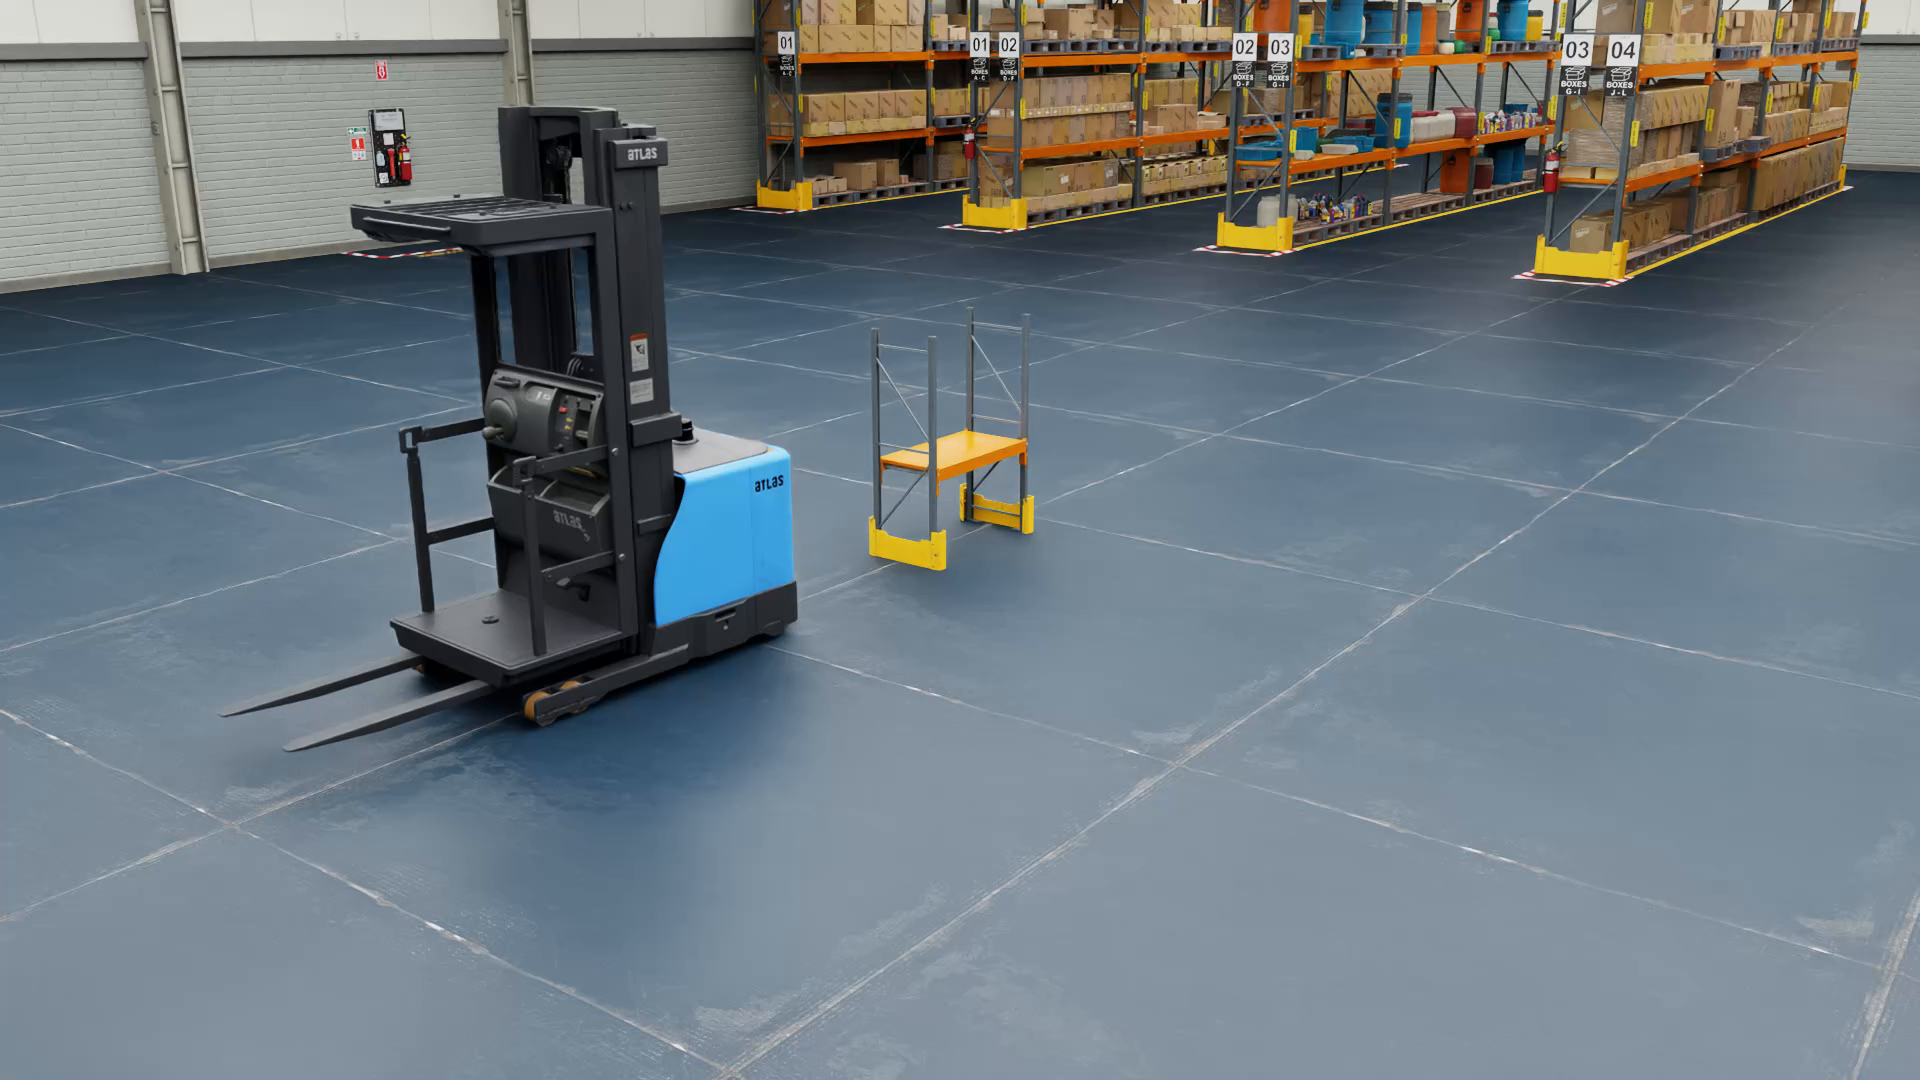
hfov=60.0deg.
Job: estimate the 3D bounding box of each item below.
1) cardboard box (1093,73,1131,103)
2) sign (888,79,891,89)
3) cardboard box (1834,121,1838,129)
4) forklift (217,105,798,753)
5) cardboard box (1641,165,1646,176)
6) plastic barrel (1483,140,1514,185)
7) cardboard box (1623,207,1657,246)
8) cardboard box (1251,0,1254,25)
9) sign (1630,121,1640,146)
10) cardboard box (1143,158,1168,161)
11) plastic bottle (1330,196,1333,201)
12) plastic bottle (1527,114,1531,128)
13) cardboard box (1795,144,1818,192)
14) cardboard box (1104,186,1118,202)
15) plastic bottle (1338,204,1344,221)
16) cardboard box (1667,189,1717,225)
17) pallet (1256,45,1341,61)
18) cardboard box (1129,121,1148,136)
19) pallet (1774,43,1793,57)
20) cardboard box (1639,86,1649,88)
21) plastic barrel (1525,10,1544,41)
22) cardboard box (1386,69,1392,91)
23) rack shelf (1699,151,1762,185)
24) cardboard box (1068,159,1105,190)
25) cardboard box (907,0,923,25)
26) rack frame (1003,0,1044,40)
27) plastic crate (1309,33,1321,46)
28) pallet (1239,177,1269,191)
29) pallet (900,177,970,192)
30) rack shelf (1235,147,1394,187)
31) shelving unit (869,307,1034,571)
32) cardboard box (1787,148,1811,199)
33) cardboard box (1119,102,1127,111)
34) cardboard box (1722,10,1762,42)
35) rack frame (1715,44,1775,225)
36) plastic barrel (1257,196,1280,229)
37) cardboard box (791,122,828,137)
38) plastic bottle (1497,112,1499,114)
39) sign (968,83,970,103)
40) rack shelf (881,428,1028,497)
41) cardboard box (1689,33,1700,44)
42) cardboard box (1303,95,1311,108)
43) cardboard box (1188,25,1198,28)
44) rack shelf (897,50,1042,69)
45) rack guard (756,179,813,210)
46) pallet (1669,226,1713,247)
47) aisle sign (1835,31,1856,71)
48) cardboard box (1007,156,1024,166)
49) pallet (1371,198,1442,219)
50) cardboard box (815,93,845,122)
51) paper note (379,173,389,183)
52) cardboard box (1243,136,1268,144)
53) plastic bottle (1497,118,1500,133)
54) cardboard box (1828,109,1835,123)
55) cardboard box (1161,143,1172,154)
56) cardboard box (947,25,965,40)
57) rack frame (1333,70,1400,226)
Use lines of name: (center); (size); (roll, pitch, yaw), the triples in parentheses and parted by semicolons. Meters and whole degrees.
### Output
cardboard box: (2.731, -8.369, 30.780); (0.700, 0.500, 0.500); (13, 21, 35)
sign: (-1.438, -9.333, 34.289); (0.100, 0.325, 0.005); (12, 21, 35)
cardboard box: (17.539, -8.409, 33.688); (0.380, 0.149, 0.250); (12, 21, 33)
forklift: (-2.273, -0.644, 8.377); (1.130, 2.935, 3.031); (14, 22, 39)
cardboard box: (9.380, -5.187, 23.312); (0.380, 0.149, 0.250); (12, 21, 35)
plastic barrel: (10.973, -7.741, 33.944); (0.600, 0.901, 0.708); (12, 21, 35)
cardboard box: (10.032, -4.676, 24.752); (0.500, 0.500, 0.500); (10, 20, 30)
cardboard box: (5.943, -10.943, 34.514); (0.500, 0.500, 0.500); (12, 21, 35)
sign: (8.997, -5.422, 22.187); (0.100, 0.325, 0.005); (12, 21, 35)
cardboard box: (3.908, -7.474, 33.235); (0.500, 0.311, 0.500); (12, 21, 34)
plastic bottle: (6.340, -5.746, 28.529); (0.061, 0.283, 0.133); (12, 21, 35)
plastic bottle: (11.540, -8.541, 33.898); (0.152, 0.276, 0.135); (12, 21, 35)
cardboard box: (16.168, -7.292, 32.541); (0.875, 0.875, 0.875); (12, 21, 35)
cardboard box: (2.584, -6.430, 30.819); (0.500, 0.250, 0.500); (12, 21, 35)
plastic bottle: (6.298, -5.417, 27.490); (0.097, 0.271, 0.097); (0, 17, 0)
cardboard box: (11.960, -5.460, 27.240); (0.700, 0.500, 0.500); (10, 20, 30)
pallet: (5.155, -7.502, 25.604); (1.003, 0.211, 1.213); (12, 21, 35)
cardboard box: (3.249, -7.862, 31.756); (0.500, 0.250, 0.500); (14, 22, 38)
pallet: (13.669, -8.515, 28.867); (1.213, 0.211, 1.003); (14, 22, 37)
cardboard box: (9.877, -6.424, 24.516); (0.500, 0.500, 0.500); (12, 21, 35)
plastic barrel: (11.352, -10.308, 33.295); (0.600, 0.588, 0.600); (0, 17, 0)
cardboard box: (10.096, -11.038, 39.874); (0.500, 0.500, 0.500); (12, 21, 34)
rack shelf: (12.136, -6.190, 27.332); (1.077, 0.370, 4.000); (12, 21, 35)
cardboard box: (2.288, -6.668, 30.323); (0.500, 0.500, 0.500); (12, 21, 35)
cardboard box: (-1.071, -10.483, 32.998); (0.500, 0.500, 0.500); (10, 20, 30)
rack frame: (1.393, -12.501, 36.326); (1.000, 3.000, 0.127); (12, 21, 35)
plastic crate: (5.478, -7.912, 26.634); (0.392, 0.384, 0.575); (12, 21, 35)
pallet: (5.849, -7.601, 35.364); (1.003, 0.211, 1.213); (12, 21, 35)
pallet: (-0.527, -7.537, 35.159); (1.003, 0.211, 1.213); (12, 21, 35)
rack shelf: (5.775, -6.113, 27.083); (1.077, 0.370, 4.000); (12, 21, 35)
shelving unit: (-0.045, -0.698, 10.963); (0.587, 1.500, 1.083); (12, 21, 35)
cardboard box: (15.346, -6.993, 31.578); (1.225, 0.875, 0.875); (12, 21, 35)
cardboard box: (2.852, -8.005, 30.702); (0.380, 0.149, 0.250); (12, 21, 34)
cardboard box: (12.640, -8.332, 26.947); (0.500, 0.500, 0.500); (13, 21, 36)
rack frame: (13.328, -7.010, 28.760); (1.000, 3.000, 0.127); (12, 21, 35)
plastic barrel: (4.914, -5.163, 26.297); (0.421, 0.512, 0.421); (0, 17, 0)
cardboard box: (-2.828, -7.729, 31.292); (0.500, 0.250, 0.500); (12, 21, 33)
plastic bottle: (11.172, -8.770, 34.625); (0.061, 0.283, 0.133); (12, 21, 35)
sign: (0.180, -7.621, 28.376); (0.100, 0.325, 0.005); (12, 21, 35)
rack shelf: (-0.051, -0.524, 11.009); (0.538, 0.185, 1.000); (12, 21, 35)
cardboard box: (10.526, -7.287, 24.175); (0.380, 0.149, 0.250); (12, 21, 33)
cardboard box: (7.849, -9.926, 37.982); (0.500, 0.500, 0.500); (13, 21, 36)
cardboard box: (5.628, -12.805, 41.739); (0.500, 0.250, 0.500); (11, 21, 33)
rack shelf: (0.202, -10.249, 35.343); (1.077, 0.370, 4.000); (12, 21, 35)
rack guard: (-3.328, -6.555, 31.509); (1.175, 0.500, 0.348); (12, 21, 35)
pallet: (11.407, -4.911, 26.703); (1.003, 0.211, 1.213); (12, 21, 35)
aisle sign: (18.378, -10.121, 34.394); (0.394, 0.787, 0.004); (12, 21, 35)
cardboard box: (1.006, -8.472, 36.939); (0.700, 0.500, 0.500); (13, 21, 35)
pallet: (8.130, -6.087, 30.488); (1.003, 0.211, 1.213); (12, 21, 35)
cardboard box: (-2.545, -8.203, 31.556); (0.500, 0.500, 0.500); (12, 21, 35)
paper note: (-8.890, -5.588, 25.667); (0.016, 0.148, 0.142); (12, 21, 35)
cardboard box: (6.379, -8.659, 36.277); (0.500, 0.250, 0.500); (12, 21, 34)
plastic bottle: (10.509, -8.113, 32.527); (0.097, 0.271, 0.097); (0, 17, 0)
cardboard box: (17.106, -8.457, 33.170); (0.500, 0.250, 0.500); (12, 21, 35)
cardboard box: (4.914, -9.996, 41.883); (0.700, 0.500, 0.500); (13, 21, 36)
cardboard box: (-0.233, -10.536, 34.500); (0.500, 0.311, 0.500); (13, 22, 36)
rack frame: (6.966, -6.933, 28.510); (1.000, 3.000, 0.127); (12, 21, 35)
